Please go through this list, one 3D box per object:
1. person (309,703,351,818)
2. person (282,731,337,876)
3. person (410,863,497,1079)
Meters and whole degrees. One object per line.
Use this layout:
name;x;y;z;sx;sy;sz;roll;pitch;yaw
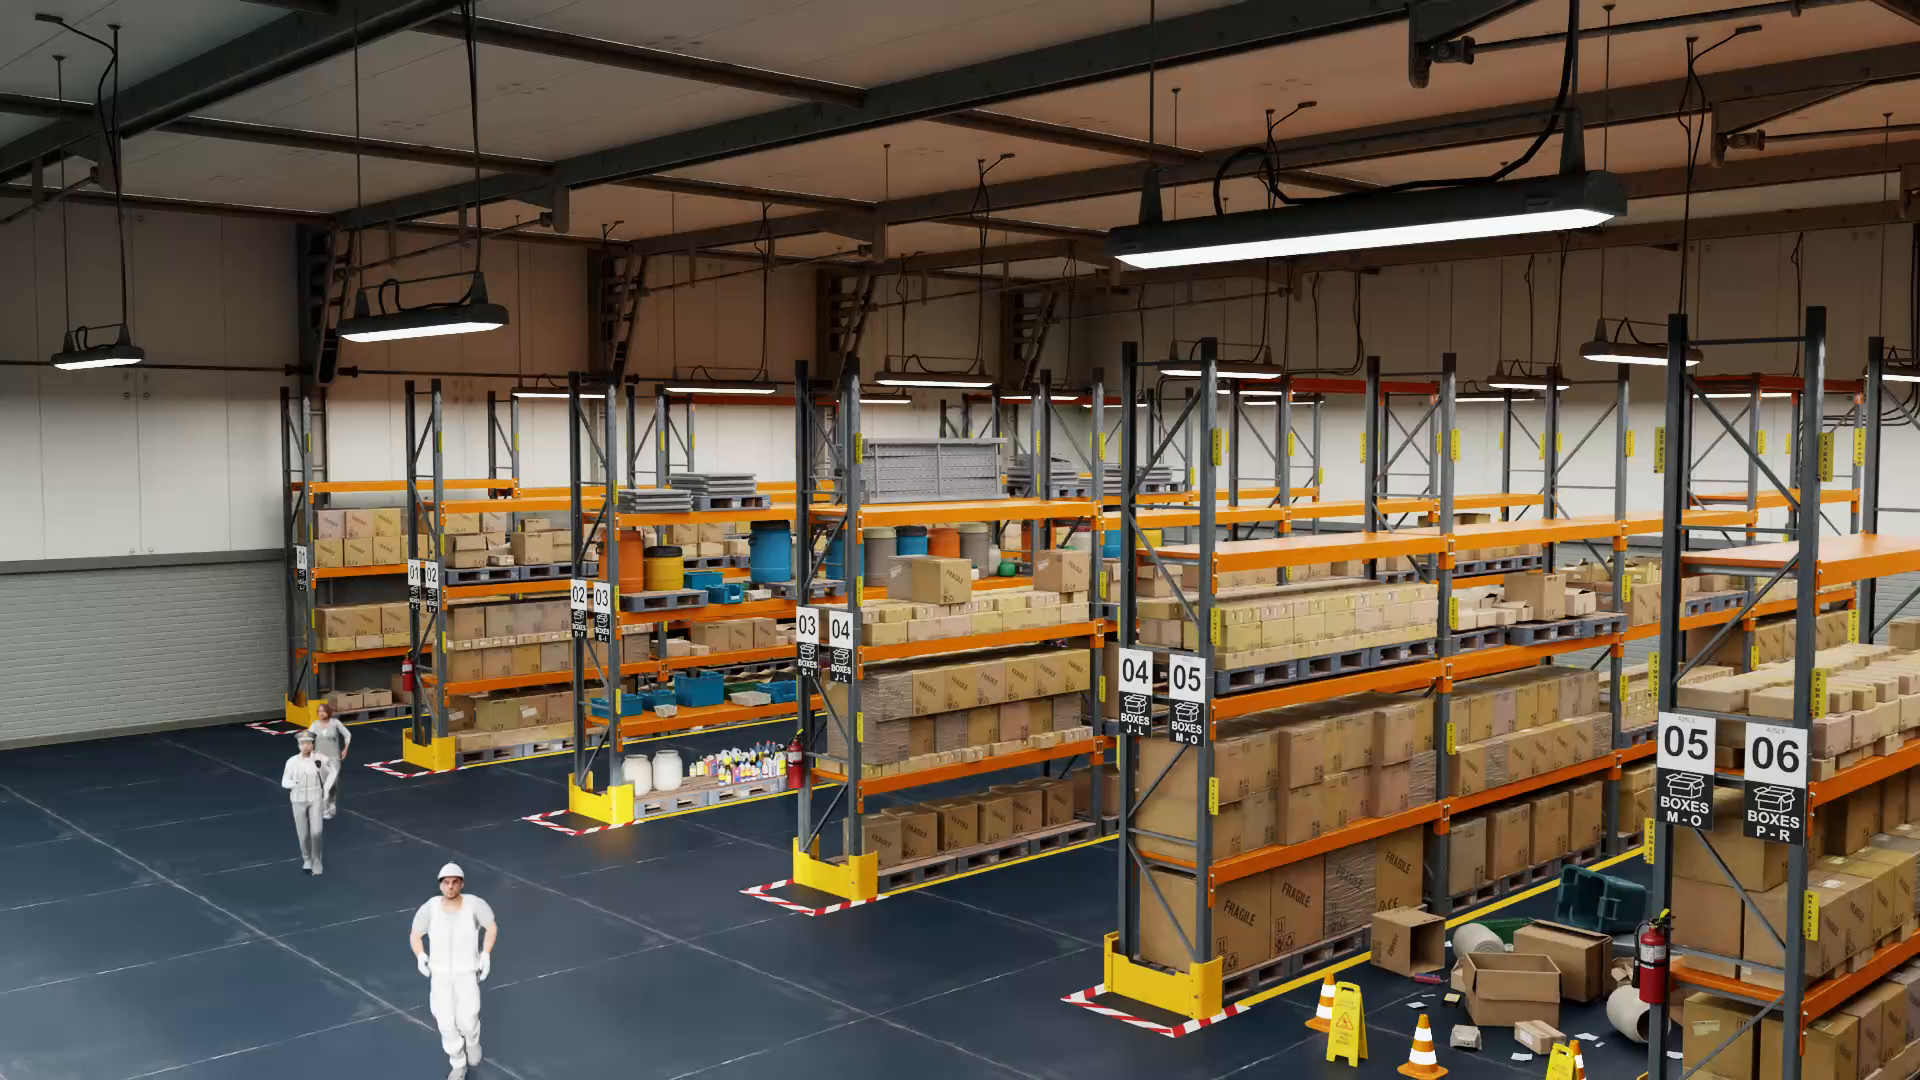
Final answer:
person;-8.461;2.960;22.249;0.553;1.557;0.565;-1;4;-13
person;-7.610;3.084;19.439;0.594;1.711;0.622;-1;4;-15
person;-4.046;3.440;13.246;0.661;1.745;0.586;-1;4;-9
